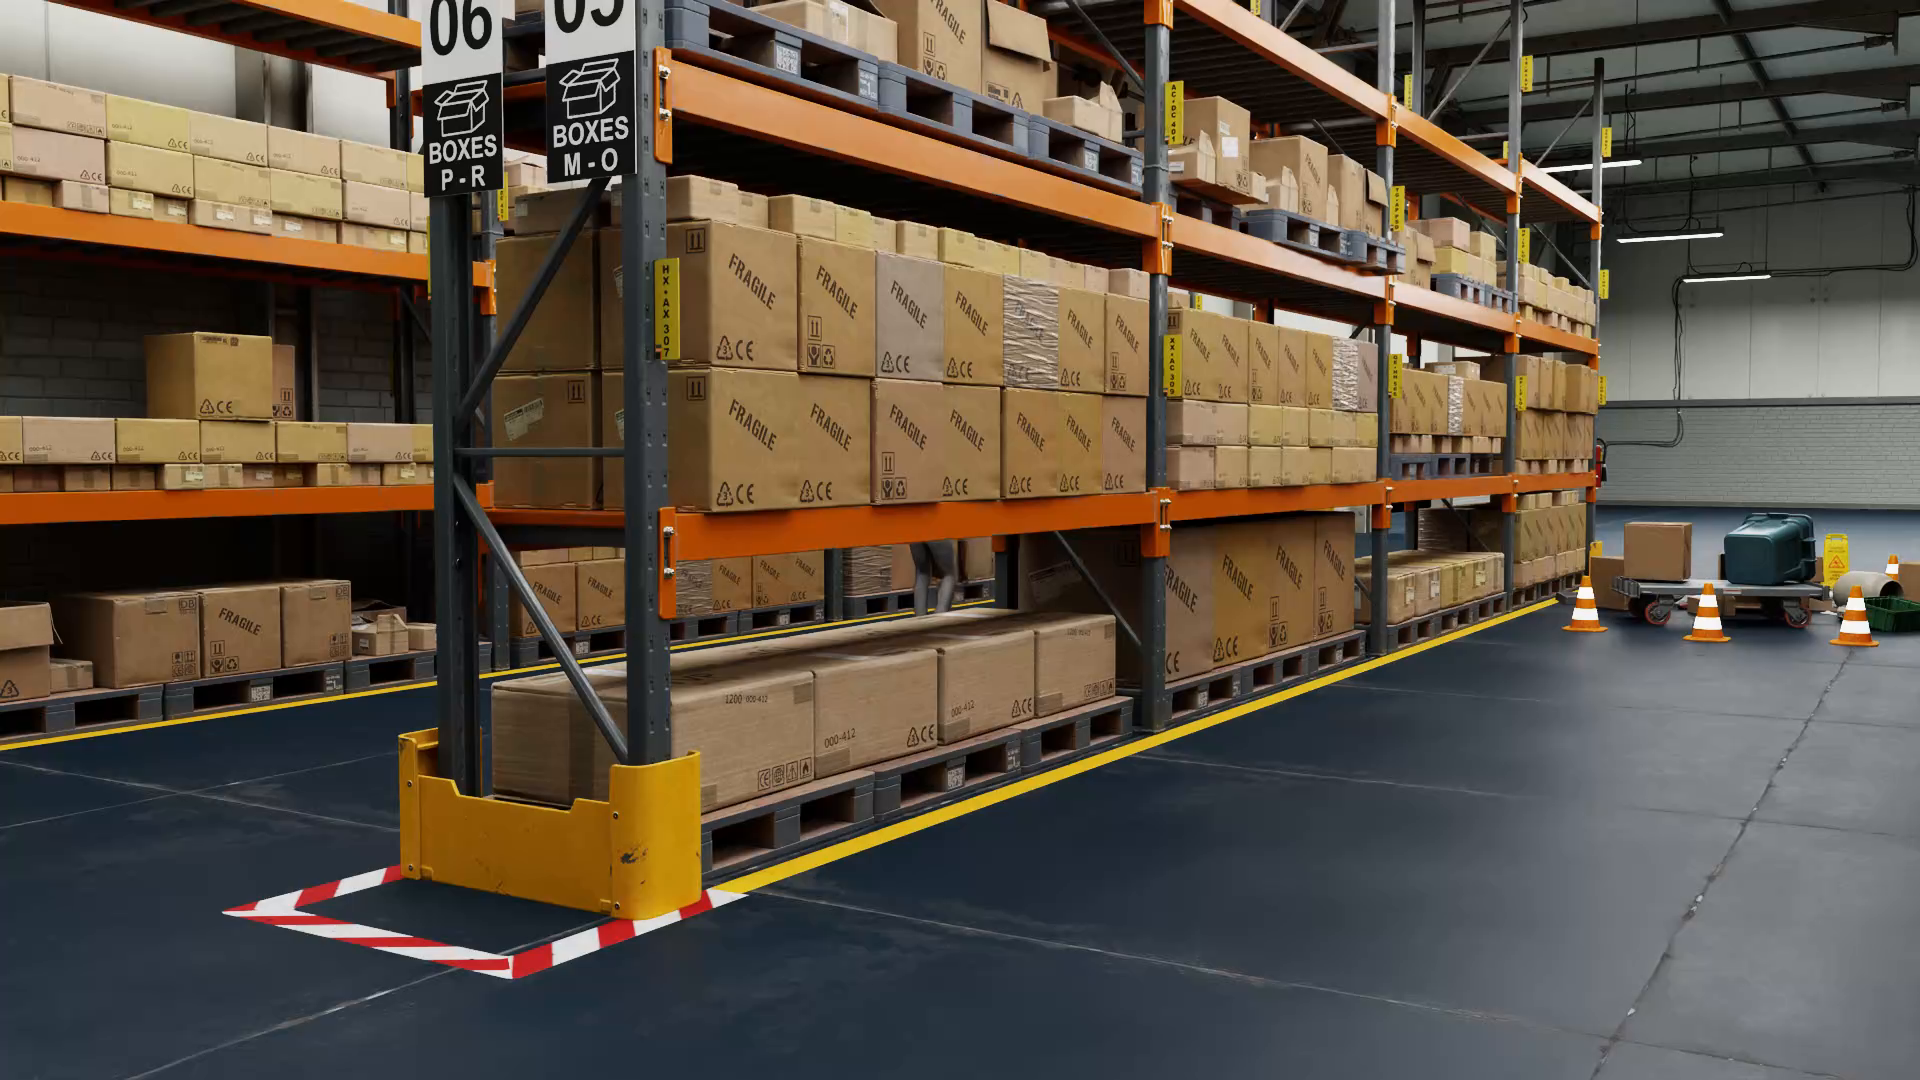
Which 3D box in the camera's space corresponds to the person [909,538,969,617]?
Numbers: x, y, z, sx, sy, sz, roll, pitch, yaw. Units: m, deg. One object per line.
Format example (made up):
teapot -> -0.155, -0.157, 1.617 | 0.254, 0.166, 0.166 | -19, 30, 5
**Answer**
person -> -0.148, 0.141, 14.571 | 0.416, 1.238, 0.920 | 1, 3, 24
